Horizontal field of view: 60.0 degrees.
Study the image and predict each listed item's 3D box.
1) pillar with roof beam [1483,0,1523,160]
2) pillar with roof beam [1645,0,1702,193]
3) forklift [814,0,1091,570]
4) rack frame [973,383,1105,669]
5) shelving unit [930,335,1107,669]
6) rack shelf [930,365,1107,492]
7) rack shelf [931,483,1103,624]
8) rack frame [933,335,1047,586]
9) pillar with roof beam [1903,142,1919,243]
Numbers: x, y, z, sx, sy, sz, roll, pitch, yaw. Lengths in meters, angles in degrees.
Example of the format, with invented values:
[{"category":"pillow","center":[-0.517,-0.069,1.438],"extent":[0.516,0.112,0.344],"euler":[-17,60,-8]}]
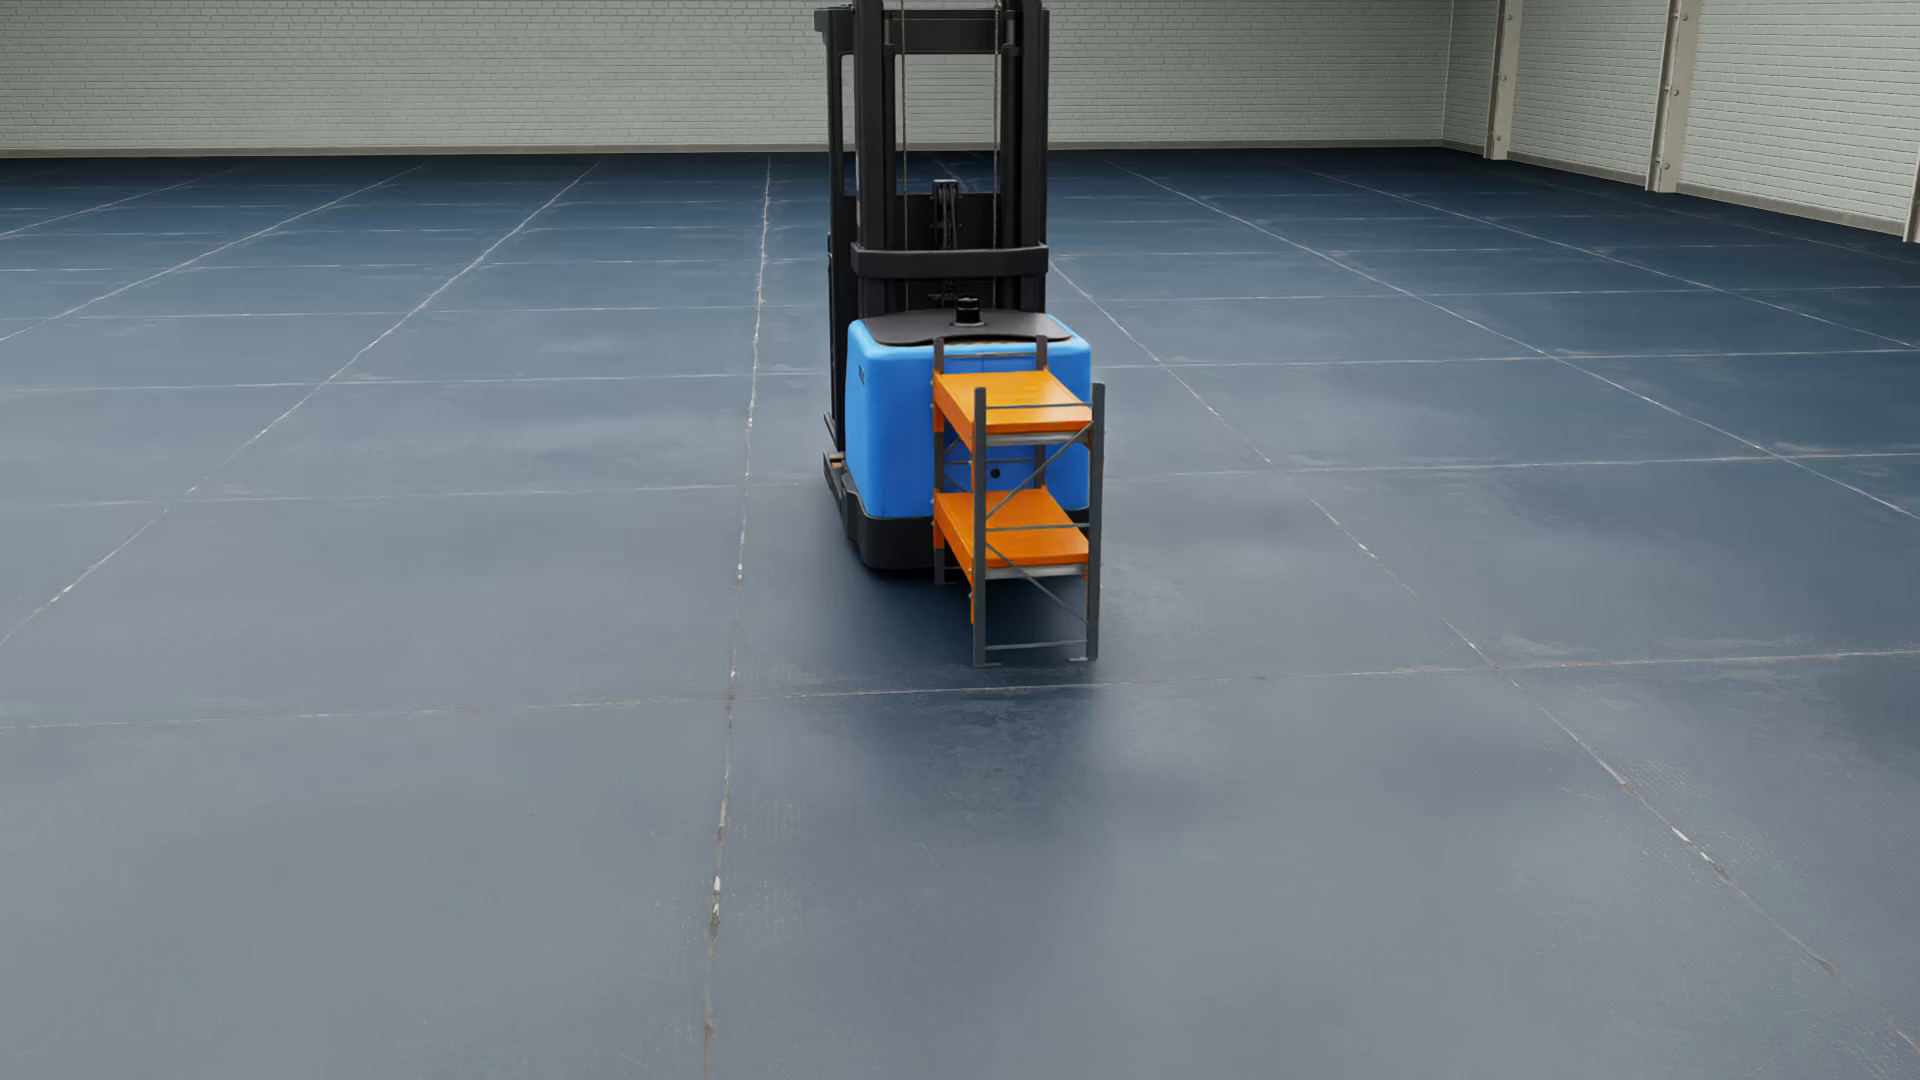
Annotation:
[{"category":"pillar with roof beam","center":[5.494,-11.119,28.572],"extent":[9.100,9.000,0.400],"euler":[-2,18,-6]},{"category":"pillar with roof beam","center":[6.113,-9.332,22.878],"extent":[9.100,9.000,0.400],"euler":[-2,18,-6]},{"category":"forklift","center":[-0.149,-1.663,8.582],"extent":[1.130,2.935,3.031],"euler":[-3,18,-9]},{"category":"rack frame","center":[0.302,-0.046,6.446],"extent":[0.500,1.125,0.032],"euler":[-3,18,-9]},{"category":"shelving unit","center":[0.217,-0.196,6.925],"extent":[0.538,1.125,1.048],"euler":[-3,18,-9]},{"category":"rack shelf","center":[0.217,-0.476,6.837],"extent":[0.538,0.278,1.000],"euler":[-3,18,-9]},{"category":"rack shelf","center":[0.217,0.037,6.998],"extent":[0.538,0.278,1.000],"euler":[-3,18,-9]},{"category":"rack frame","center":[0.133,-0.347,7.403],"extent":[0.500,1.125,0.032],"euler":[-3,18,-9]},{"category":"pillar with roof beam","center":[6.732,-7.544,17.184],"extent":[9.100,9.000,0.400],"euler":[-2,18,-6]}]
